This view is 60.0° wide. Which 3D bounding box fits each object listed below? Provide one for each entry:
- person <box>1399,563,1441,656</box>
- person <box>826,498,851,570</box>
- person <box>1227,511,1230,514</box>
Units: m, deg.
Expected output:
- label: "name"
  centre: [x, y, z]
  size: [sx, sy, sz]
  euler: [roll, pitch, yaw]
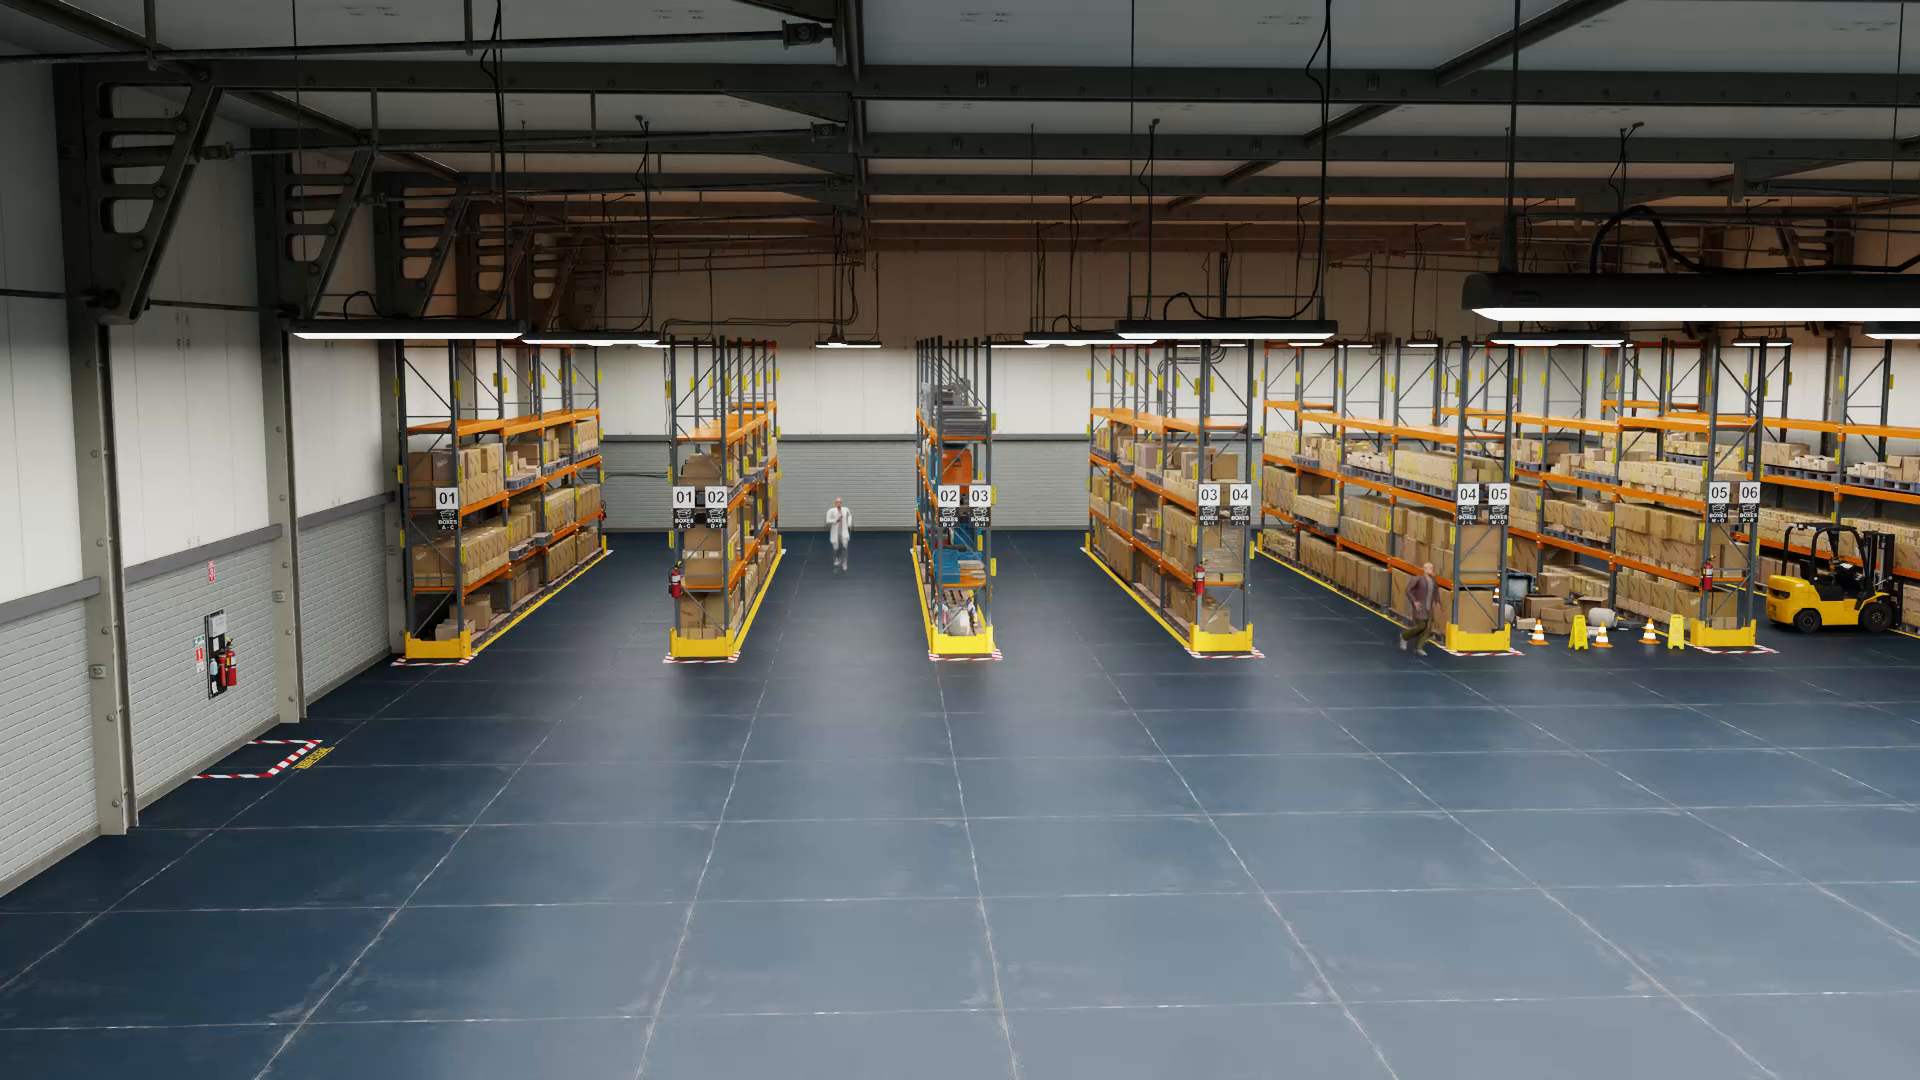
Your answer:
- label: "person"
  centre: [8.790, 1.287, 31.561]
  size: [0.740, 1.729, 0.658]
  euler: [-3, 7, -27]
- label: "person"
  centre: [-3.082, -0.167, 42.457]
  size: [0.673, 1.820, 0.849]
  euler: [-1, 7, -11]
- label: "person"
  centre: [7.507, -0.221, 45.760]
  size: [0.611, 1.584, 0.960]
  euler: [0, 6, 0]
